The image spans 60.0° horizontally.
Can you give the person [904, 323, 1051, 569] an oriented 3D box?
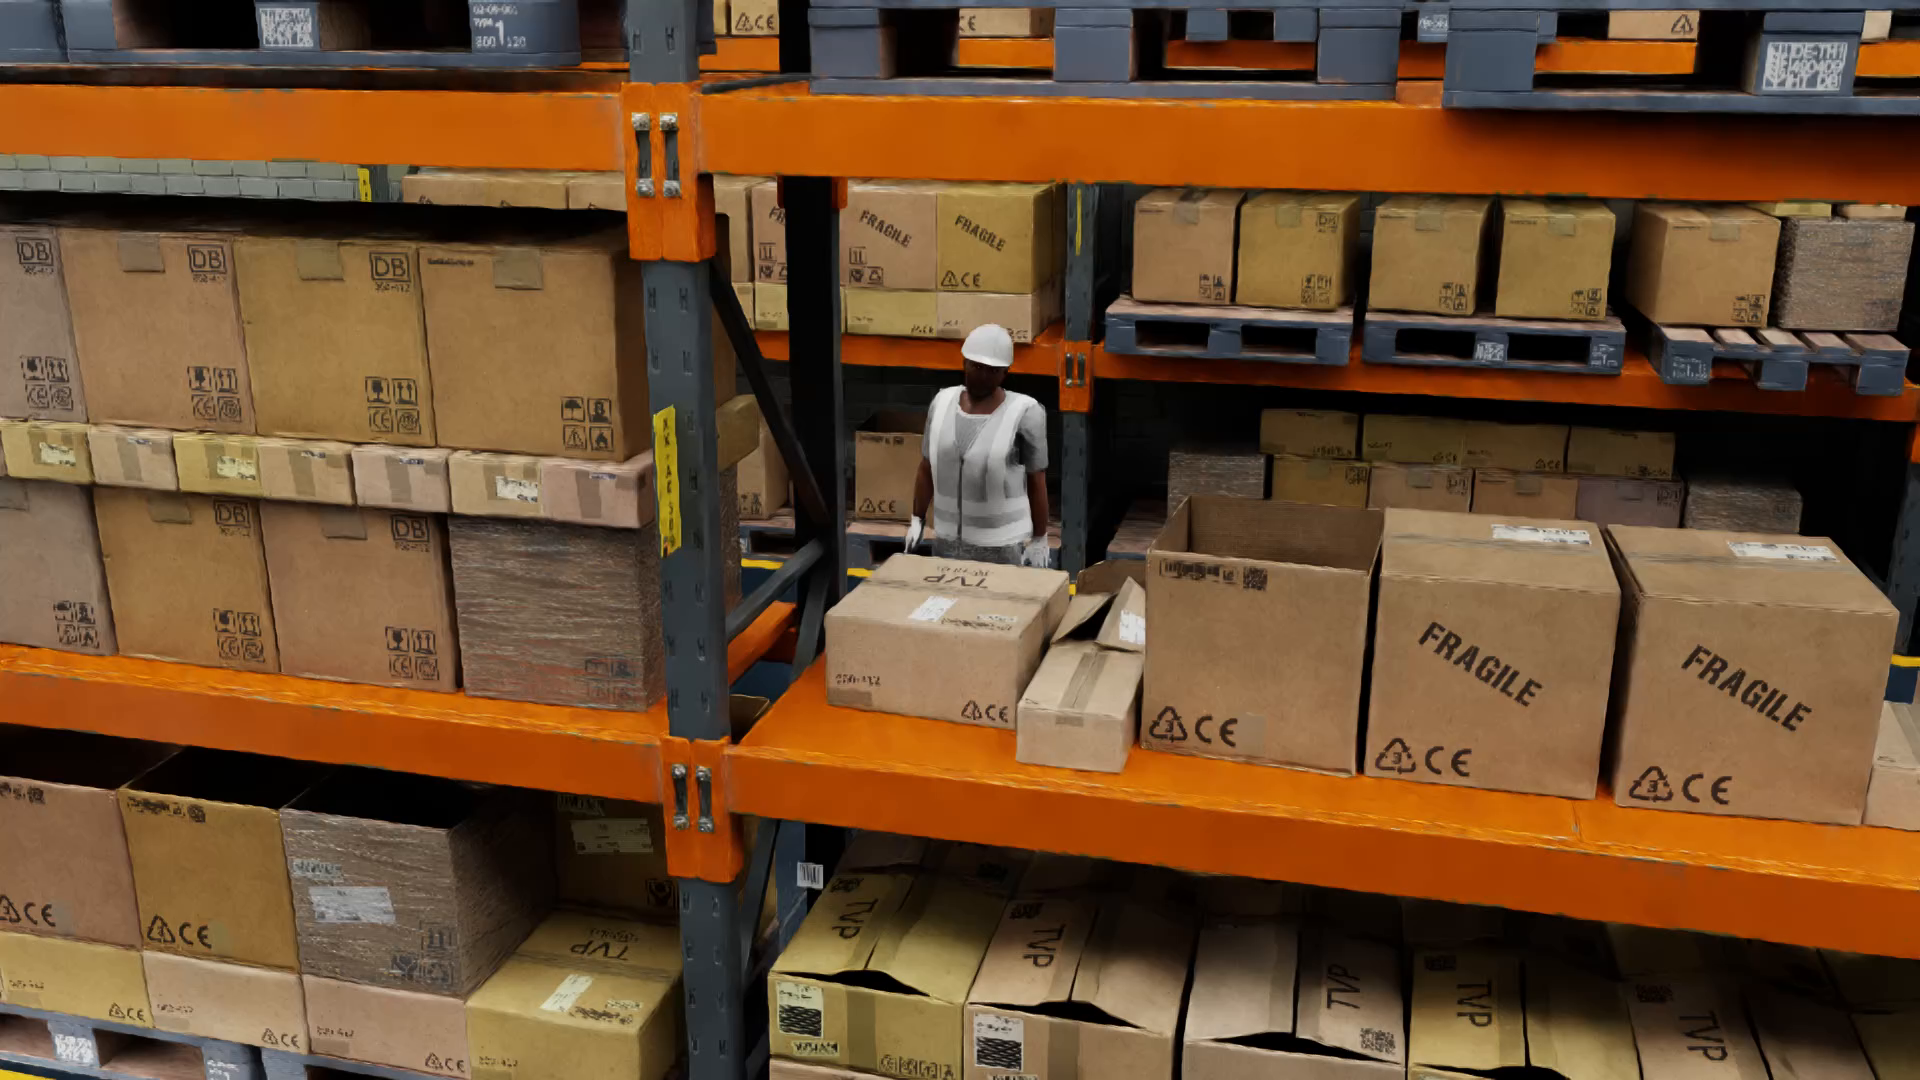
[{"bbox_3d":[0.034,-0.029,6.883,0.714,1.780,0.501,12,22,33],"label":"person"}]
